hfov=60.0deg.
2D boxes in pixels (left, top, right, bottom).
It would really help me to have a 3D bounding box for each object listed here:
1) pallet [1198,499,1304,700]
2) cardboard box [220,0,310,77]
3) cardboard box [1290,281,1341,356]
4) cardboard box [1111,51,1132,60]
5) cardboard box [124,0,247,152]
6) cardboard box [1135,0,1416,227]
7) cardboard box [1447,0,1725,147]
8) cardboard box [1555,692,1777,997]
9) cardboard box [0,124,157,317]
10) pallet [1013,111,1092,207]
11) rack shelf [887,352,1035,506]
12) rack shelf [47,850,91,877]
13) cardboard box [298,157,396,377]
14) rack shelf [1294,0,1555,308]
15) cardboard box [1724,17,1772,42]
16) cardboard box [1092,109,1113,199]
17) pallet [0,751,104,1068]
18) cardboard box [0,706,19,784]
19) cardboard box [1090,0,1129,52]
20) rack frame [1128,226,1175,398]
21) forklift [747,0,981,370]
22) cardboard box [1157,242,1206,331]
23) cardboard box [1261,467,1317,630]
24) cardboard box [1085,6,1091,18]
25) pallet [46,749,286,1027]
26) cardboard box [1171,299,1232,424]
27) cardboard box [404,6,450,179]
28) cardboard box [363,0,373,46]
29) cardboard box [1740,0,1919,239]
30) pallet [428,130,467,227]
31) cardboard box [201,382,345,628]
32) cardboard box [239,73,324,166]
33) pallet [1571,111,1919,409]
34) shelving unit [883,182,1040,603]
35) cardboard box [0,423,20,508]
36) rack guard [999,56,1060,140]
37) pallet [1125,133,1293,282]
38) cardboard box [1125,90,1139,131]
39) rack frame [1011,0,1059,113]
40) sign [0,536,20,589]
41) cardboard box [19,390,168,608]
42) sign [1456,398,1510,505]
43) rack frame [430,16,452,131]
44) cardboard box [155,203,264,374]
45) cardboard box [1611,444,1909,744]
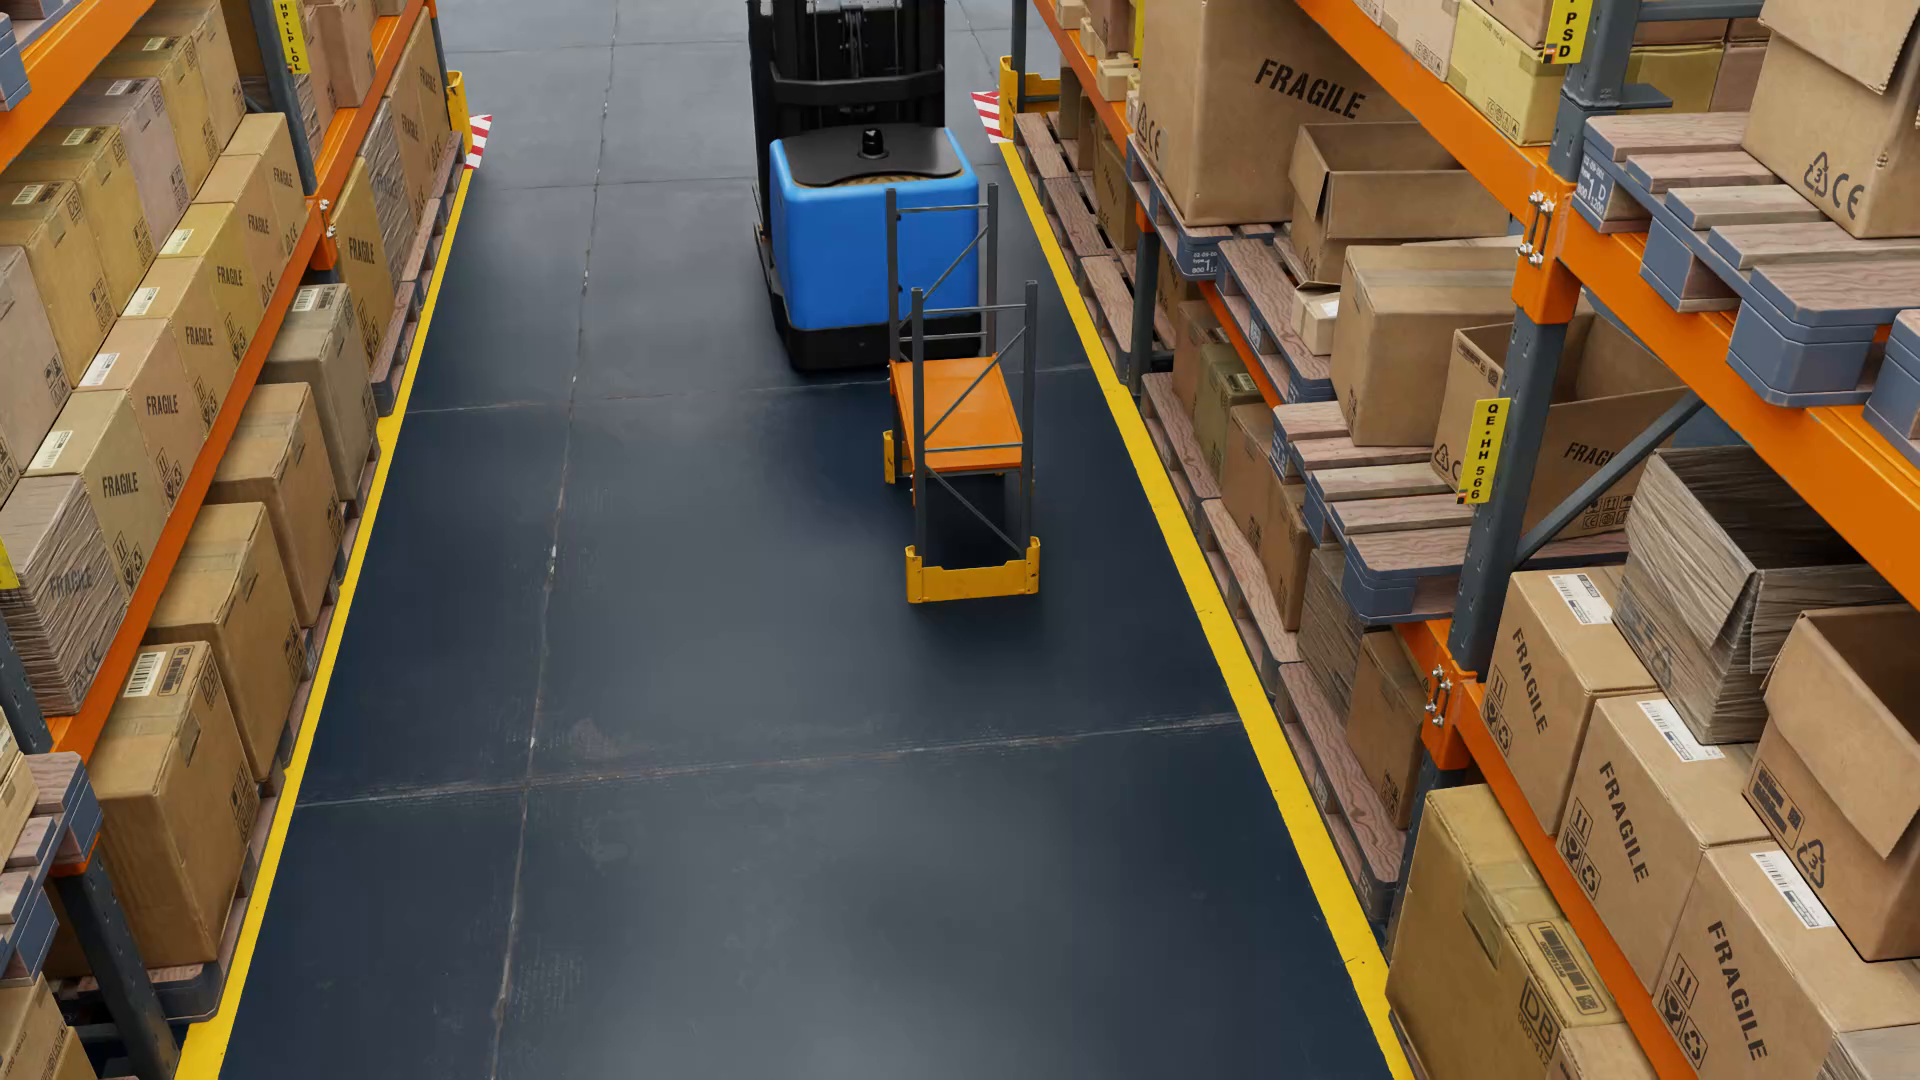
[{"bbox_3d":[1.682,0.200,7.269,1.003,0.211,1.213,-4,35,-6],"label":"pallet"},{"bbox_3d":[-3.536,-2.466,7.614,0.875,0.550,0.550,-4,35,-6],"label":"cardboard box"},{"bbox_3d":[1.455,-0.865,6.102,0.396,0.266,0.258,-5,35,-8],"label":"cardboard box"},{"bbox_3d":[1.043,-2.628,9.165,0.380,0.149,0.250,-4,35,-6],"label":"cardboard box"},{"bbox_3d":[-3.447,-1.928,6.938,0.700,0.500,0.500,-5,35,-7],"label":"cardboard box"},{"bbox_3d":[1.377,-2.036,7.169,1.000,1.000,1.000,-4,34,-6],"label":"cardboard box"},{"bbox_3d":[1.639,-1.261,4.407,0.500,0.250,0.500,-4,35,-6],"label":"cardboard box"},{"bbox_3d":[1.814,0.701,3.969,0.500,0.500,0.500,-5,35,-8],"label":"cardboard box"},{"bbox_3d":[-3.242,-1.077,5.690,0.700,0.500,0.500,-5,35,-7],"label":"cardboard box"},{"bbox_3d":[0.955,-2.650,11.452,1.003,0.211,1.213,-4,35,-6],"label":"pallet"},{"bbox_3d":[-0.011,-0.519,7.499,0.538,0.185,1.000,-4,35,-6],"label":"rack shelf"},{"bbox_3d":[-2.713,1.896,2.943,1.077,0.370,4.000,-4,35,-6],"label":"rack shelf"},{"bbox_3d":[-3.535,-1.402,8.657,0.875,0.875,0.875,-4,34,-6],"label":"cardboard box"},{"bbox_3d":[1.677,-1.895,5.843,1.077,0.370,4.000,-4,35,-6],"label":"rack shelf"},{"bbox_3d":[2.138,-1.606,4.247,0.500,0.500,0.500,-4,34,-6],"label":"cardboard box"},{"bbox_3d":[1.118,-2.410,10.470,0.500,0.500,0.500,-1,34,-2],"label":"cardboard box"},{"bbox_3d":[-2.781,0.951,3.861,1.213,0.211,1.003,-4,35,-6],"label":"pallet"},{"bbox_3d":[-2.464,0.531,3.893,0.380,0.149,0.250,-4,34,-5],"label":"cardboard box"},{"bbox_3d":[1.210,-3.042,9.197,0.875,0.500,0.500,-4,35,-6],"label":"cardboard box"},{"bbox_3d":[1.408,-2.069,8.122,1.000,3.000,0.127,-4,35,-6],"label":"rack frame"},{"bbox_3d":[-0.677,-2.952,9.479,1.130,2.935,3.031,-6,35,-9],"label":"forklift"},{"bbox_3d":[1.394,-1.436,9.040,0.500,0.500,0.500,-5,35,-8],"label":"cardboard box"},{"bbox_3d":[1.666,0.017,6.890,0.700,0.500,0.500,-2,34,-2],"label":"cardboard box"},{"bbox_3d":[0.943,-3.046,9.780,0.380,0.149,0.250,-4,35,-6],"label":"cardboard box"},{"bbox_3d":[-3.013,1.189,5.818,1.003,0.211,1.213,-4,35,-6],"label":"pallet"},{"bbox_3d":[1.470,-0.874,8.197,0.700,0.500,0.500,-7,35,-10],"label":"cardboard box"},{"bbox_3d":[-3.901,-2.904,10.862,0.875,0.875,0.875,-4,34,-6],"label":"cardboard box"},{"bbox_3d":[-3.804,-2.920,9.238,0.875,0.550,0.500,-4,35,-6],"label":"cardboard box"},{"bbox_3d":[2.100,-0.958,3.363,0.797,0.503,0.637,-2,34,-4],"label":"cardboard box"},{"bbox_3d":[-3.873,-2.389,11.069,1.003,0.211,1.213,-4,35,-6],"label":"pallet"},{"bbox_3d":[-3.221,-0.115,6.881,1.050,0.750,0.750,-4,35,-6],"label":"cardboard box"},{"bbox_3d":[-3.582,-2.017,7.913,0.875,0.550,0.550,-4,35,-6],"label":"cardboard box"},{"bbox_3d":[2.086,-0.643,3.534,1.213,0.211,1.003,-3,34,-4],"label":"pallet"},{"bbox_3d":[-0.010,-0.662,7.390,0.587,1.500,1.083,-4,35,-6],"label":"shelving unit"},{"bbox_3d":[-3.033,-0.223,4.438,0.700,0.500,0.500,-5,35,-7],"label":"cardboard box"},{"bbox_3d":[0.881,-3.226,12.040,1.175,0.500,0.348,-4,35,-6],"label":"rack guard"},{"bbox_3d":[1.367,-1.552,7.534,1.003,0.211,1.213,-4,35,-6],"label":"pallet"},{"bbox_3d":[1.064,-2.203,8.542,0.380,0.149,0.250,-4,35,-6],"label":"cardboard box"},{"bbox_3d":[0.870,-4.301,11.398,1.000,3.000,0.127,-4,35,-6],"label":"rack frame"},{"bbox_3d":[-2.446,-0.010,4.143,0.100,0.325,0.005,-4,35,-6],"label":"sign"},{"bbox_3d":[-2.846,-0.113,5.164,0.500,0.500,0.500,-5,35,-7],"label":"cardboard box"},{"bbox_3d":[1.410,-0.236,4.475,0.100,0.325,0.005,-4,35,-6],"label":"sign"},{"bbox_3d":[-4.058,-3.982,10.929,1.000,3.000,0.127,-4,35,-6],"label":"rack frame"},{"bbox_3d":[-3.049,-0.956,6.401,0.500,0.500,0.500,-4,34,-6],"label":"cardboard box"},{"bbox_3d":[2.029,0.117,3.936,0.797,0.503,0.637,-3,34,-5],"label":"cardboard box"}]
